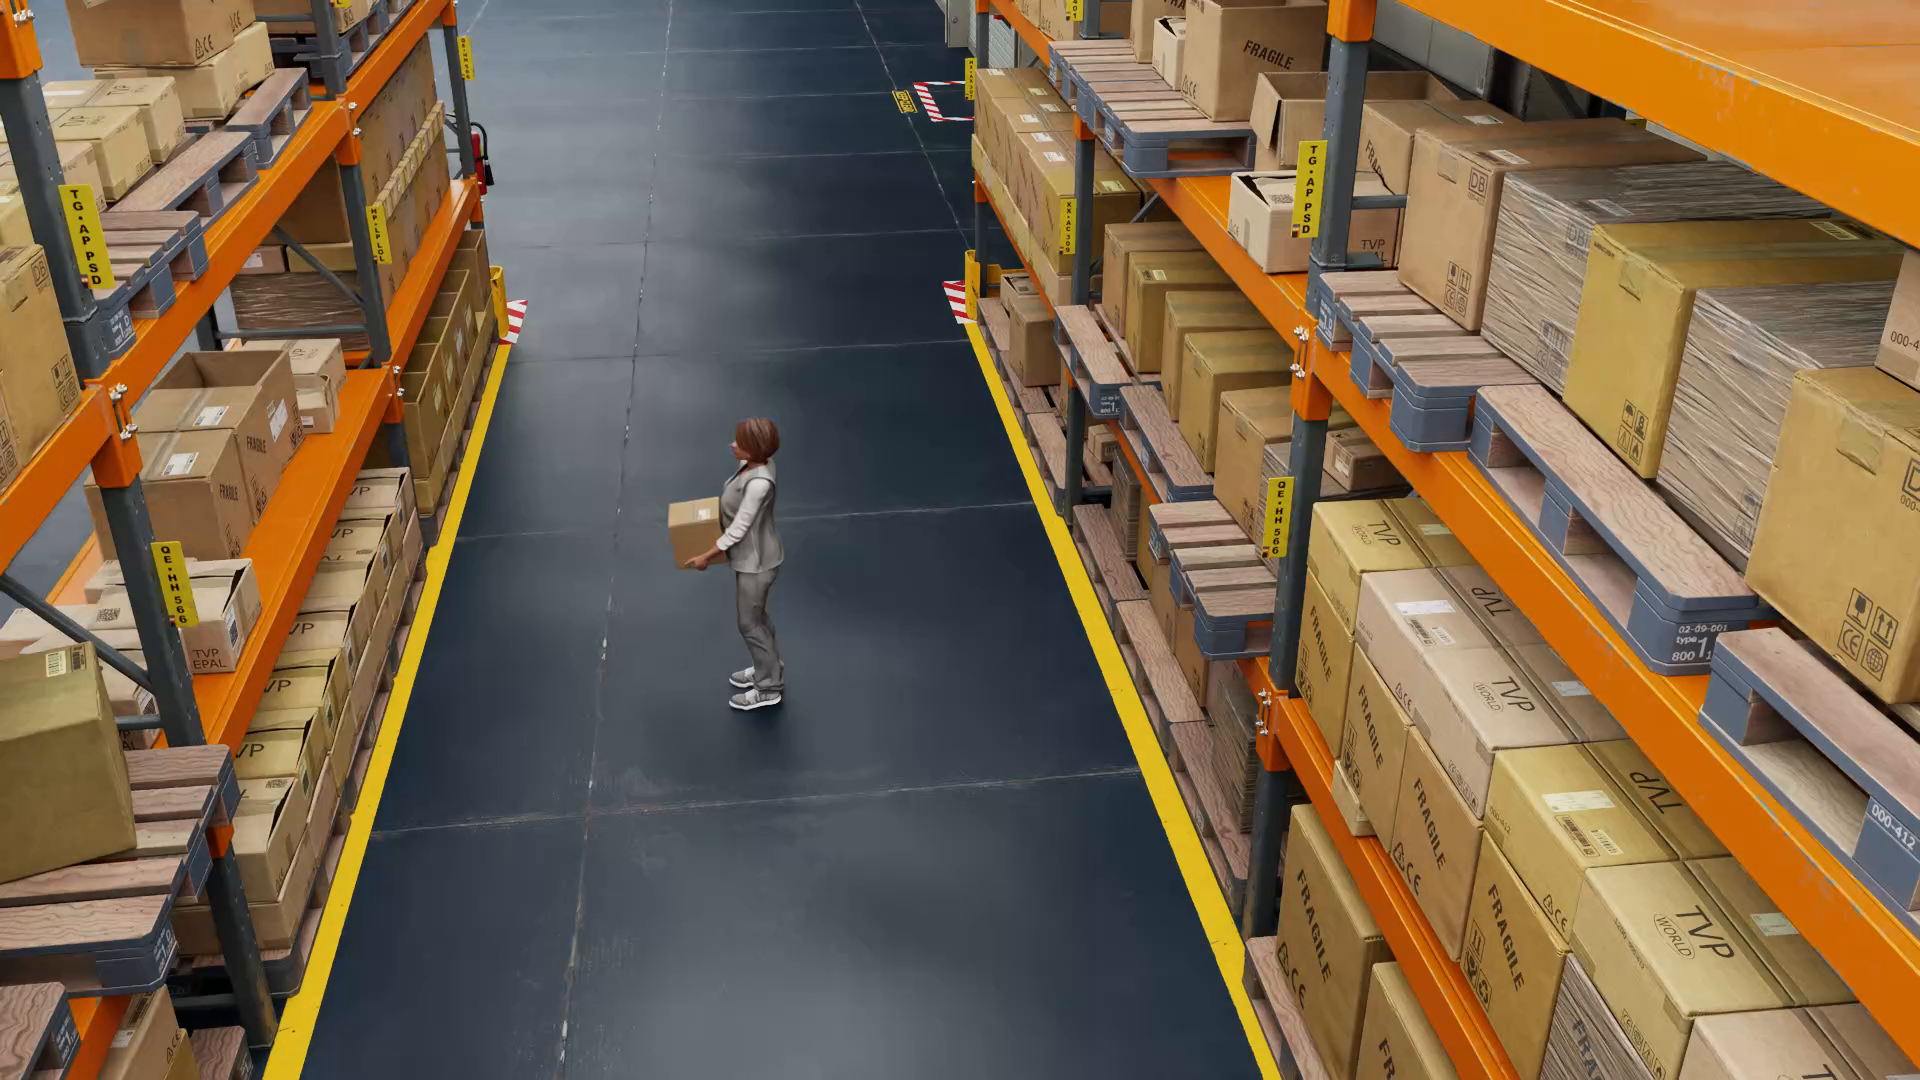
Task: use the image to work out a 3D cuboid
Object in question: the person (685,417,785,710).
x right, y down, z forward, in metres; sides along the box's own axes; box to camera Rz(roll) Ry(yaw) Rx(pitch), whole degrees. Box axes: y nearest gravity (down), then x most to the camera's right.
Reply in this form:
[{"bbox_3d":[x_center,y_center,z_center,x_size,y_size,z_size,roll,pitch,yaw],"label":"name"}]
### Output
[{"bbox_3d":[-1.131,0.113,8.419,0.500,1.589,0.405,-3,28,-6],"label":"person"}]
